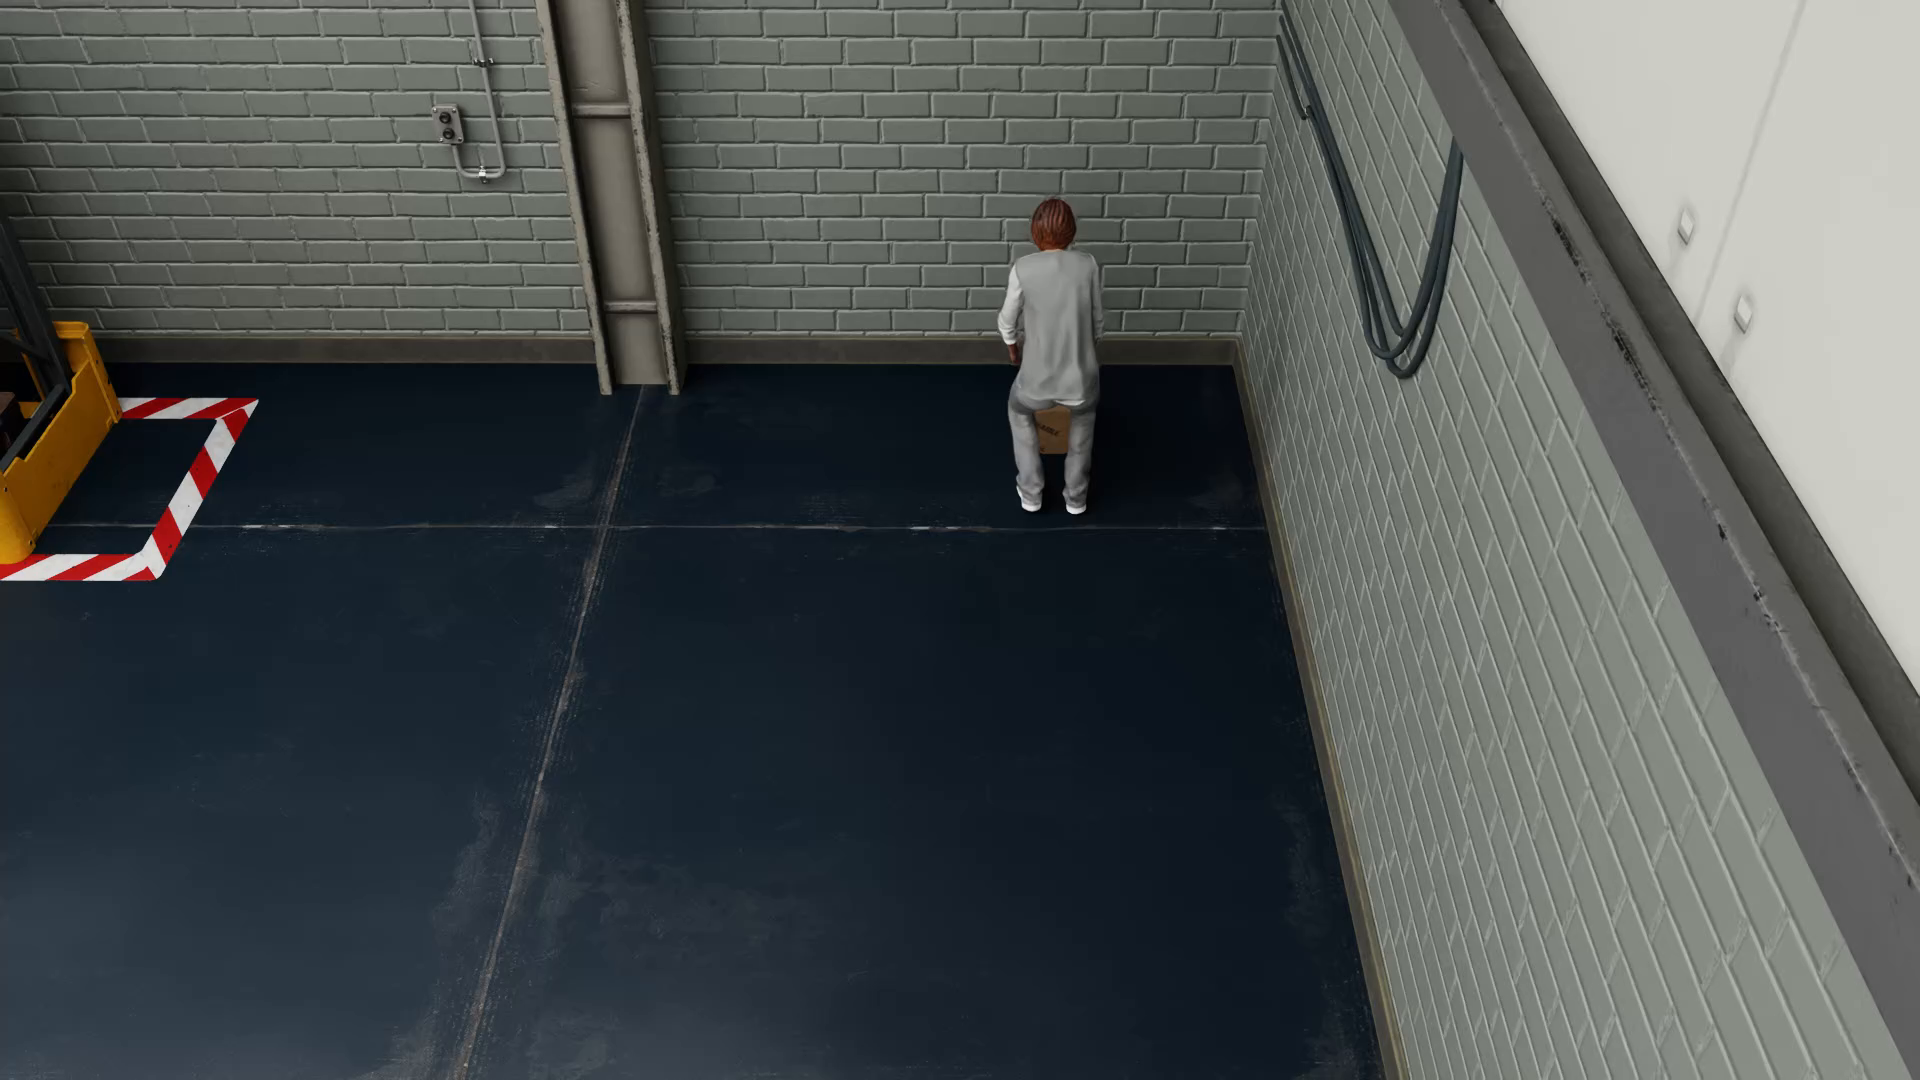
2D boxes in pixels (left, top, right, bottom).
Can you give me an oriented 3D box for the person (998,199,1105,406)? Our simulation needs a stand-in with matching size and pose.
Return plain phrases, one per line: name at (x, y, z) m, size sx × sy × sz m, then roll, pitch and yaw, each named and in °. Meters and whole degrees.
person at (0.390, -0.963, 7.011) m, size 0.456 × 0.828 × 0.546 m, roll 0°, pitch 40°, yaw 0°
